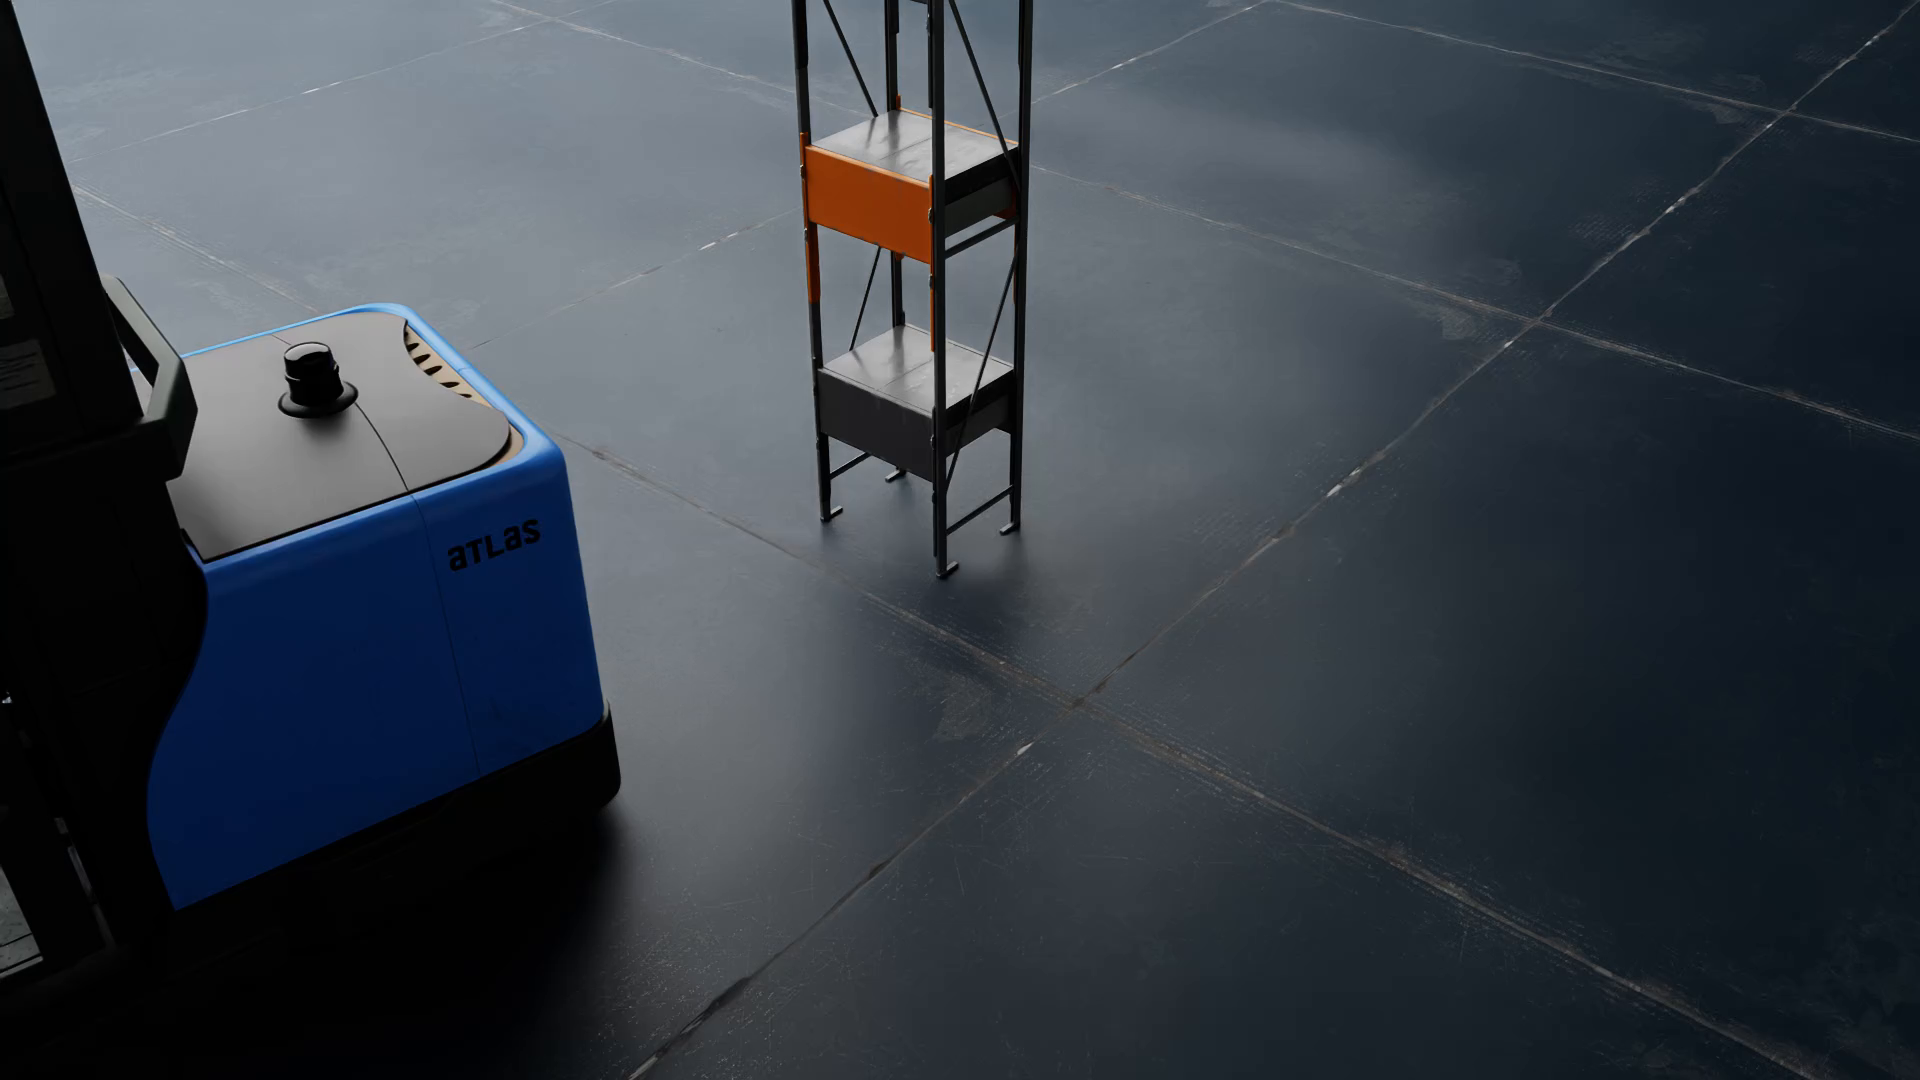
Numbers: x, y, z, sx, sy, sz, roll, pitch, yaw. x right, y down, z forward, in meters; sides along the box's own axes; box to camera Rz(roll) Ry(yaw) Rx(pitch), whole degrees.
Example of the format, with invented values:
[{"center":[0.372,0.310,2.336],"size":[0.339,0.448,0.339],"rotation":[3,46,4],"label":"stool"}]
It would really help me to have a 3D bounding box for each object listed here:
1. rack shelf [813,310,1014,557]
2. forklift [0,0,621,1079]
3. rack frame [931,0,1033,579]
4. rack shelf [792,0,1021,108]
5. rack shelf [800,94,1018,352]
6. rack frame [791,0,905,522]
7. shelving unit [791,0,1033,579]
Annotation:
[{"center":[-0.127,-0.337,5.147],"size":[0.480,0.518,0.431],"rotation":[25,42,32],"label":"rack shelf"},{"center":[-2.343,-0.236,3.004],"size":[3.031,2.935,1.130],"rotation":[-23,41,-30],"label":"forklift"},{"center":[0.060,-0.837,4.614],"size":[0.015,2.100,0.400],"rotation":[25,42,32],"label":"rack frame"},{"center":[-0.127,-1.491,4.354],"size":[0.480,0.518,0.431],"rotation":[25,42,32],"label":"rack shelf"},{"center":[-0.127,-0.914,4.751],"size":[0.480,0.518,0.431],"rotation":[25,42,32],"label":"rack shelf"},{"center":[-0.315,-1.014,4.872],"size":[0.015,2.100,0.400],"rotation":[25,42,32],"label":"rack frame"},{"center":[-0.127,-0.926,4.743],"size":[0.503,2.100,0.431],"rotation":[25,42,32],"label":"shelving unit"}]
